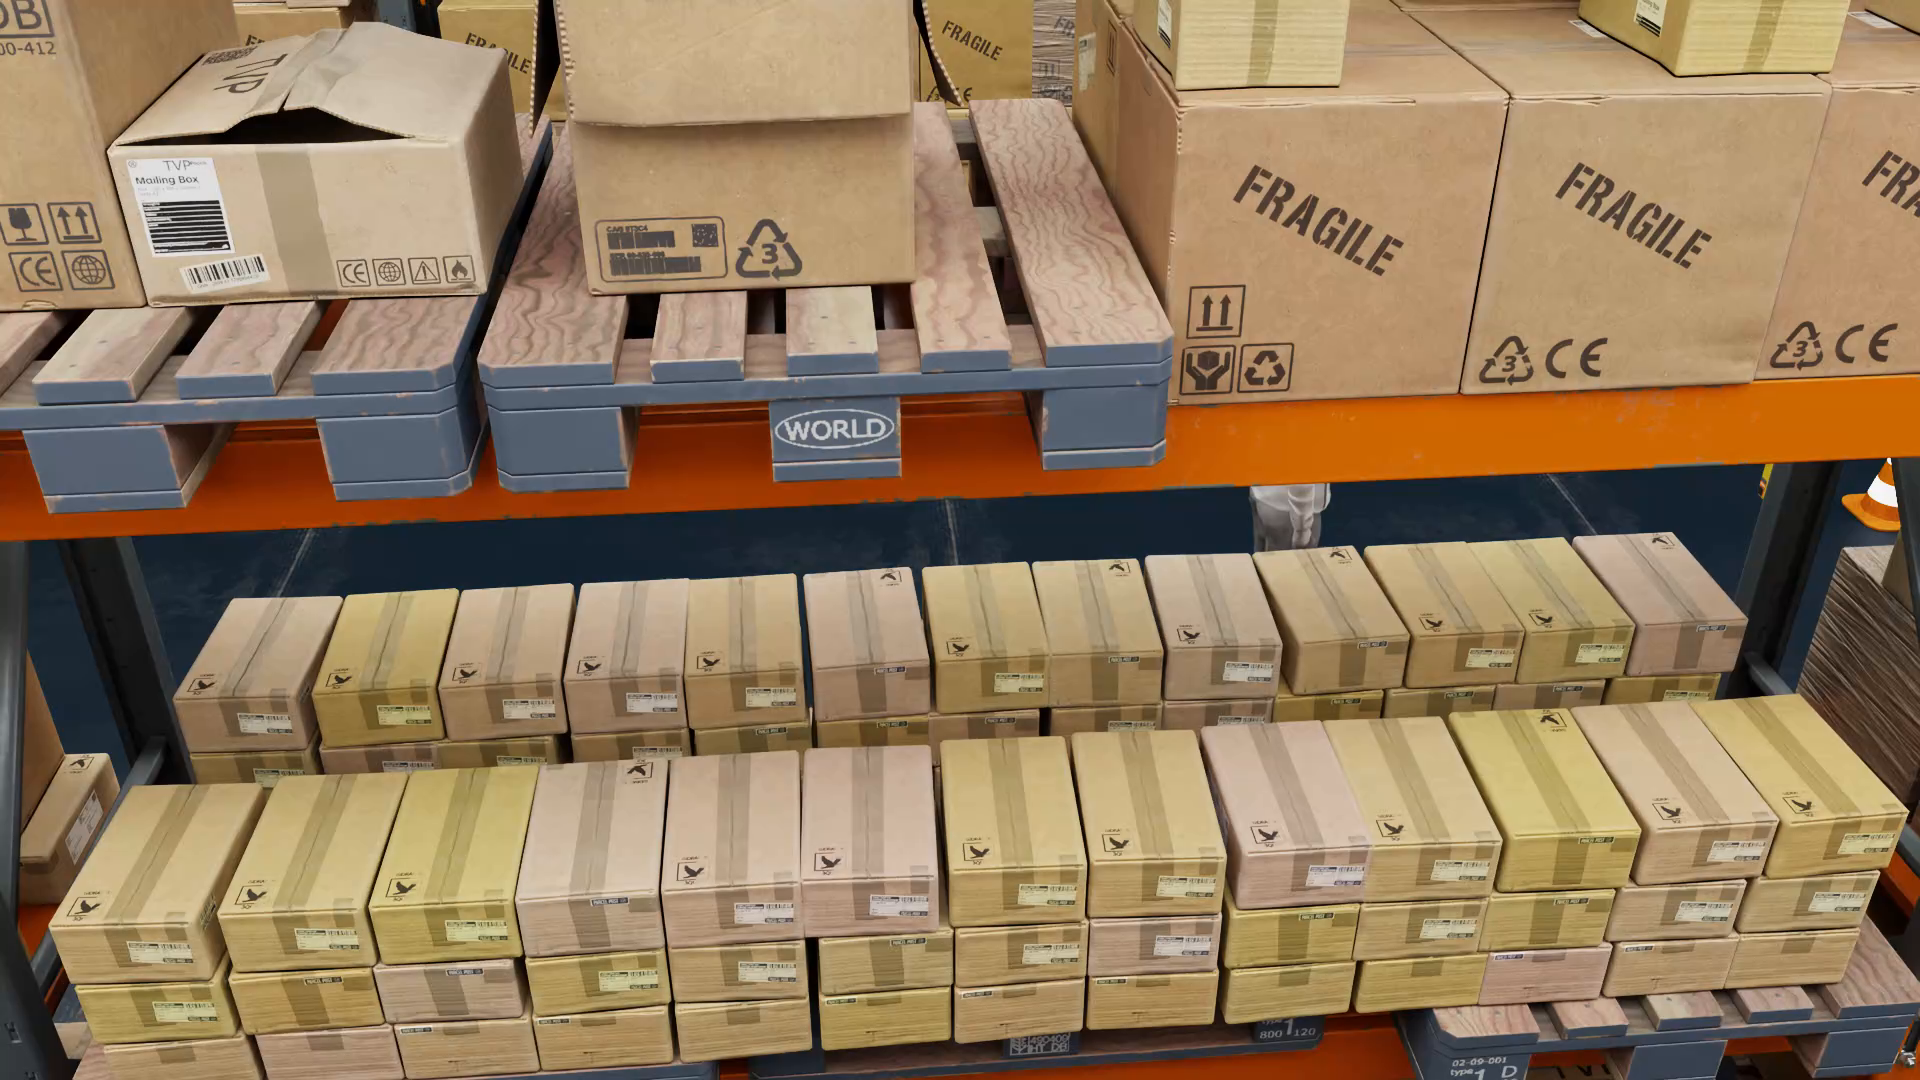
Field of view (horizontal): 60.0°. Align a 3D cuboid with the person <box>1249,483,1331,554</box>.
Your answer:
[{"bbox_3d":[1.256,-0.152,6.366,0.345,1.691,0.469,-2,31,-3],"label":"person"}]
